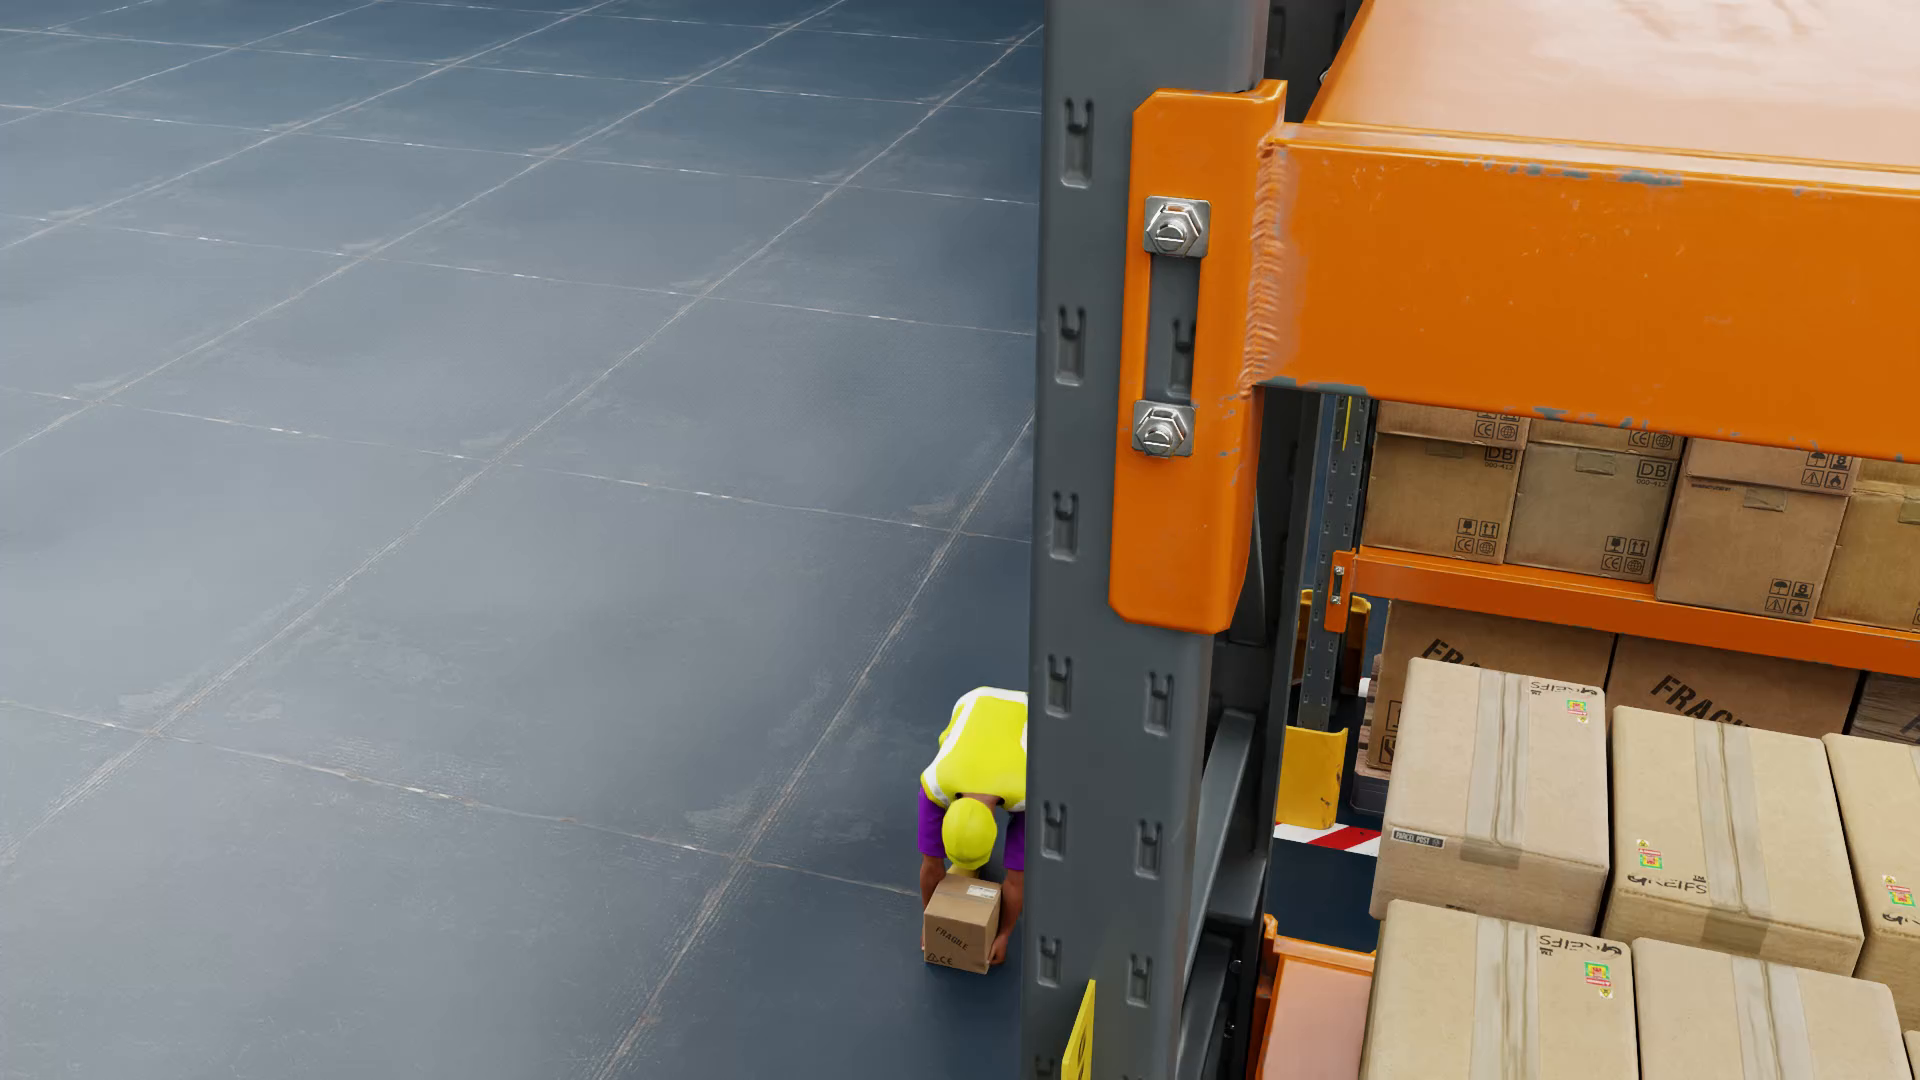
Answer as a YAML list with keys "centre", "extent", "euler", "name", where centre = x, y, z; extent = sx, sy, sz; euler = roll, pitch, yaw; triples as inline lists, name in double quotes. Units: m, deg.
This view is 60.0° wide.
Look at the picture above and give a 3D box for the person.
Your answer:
- centre: [0.126, 1.105, 6.594]
  extent: [0.511, 0.850, 0.980]
  euler: [8, 30, 13]
  name: "person"
